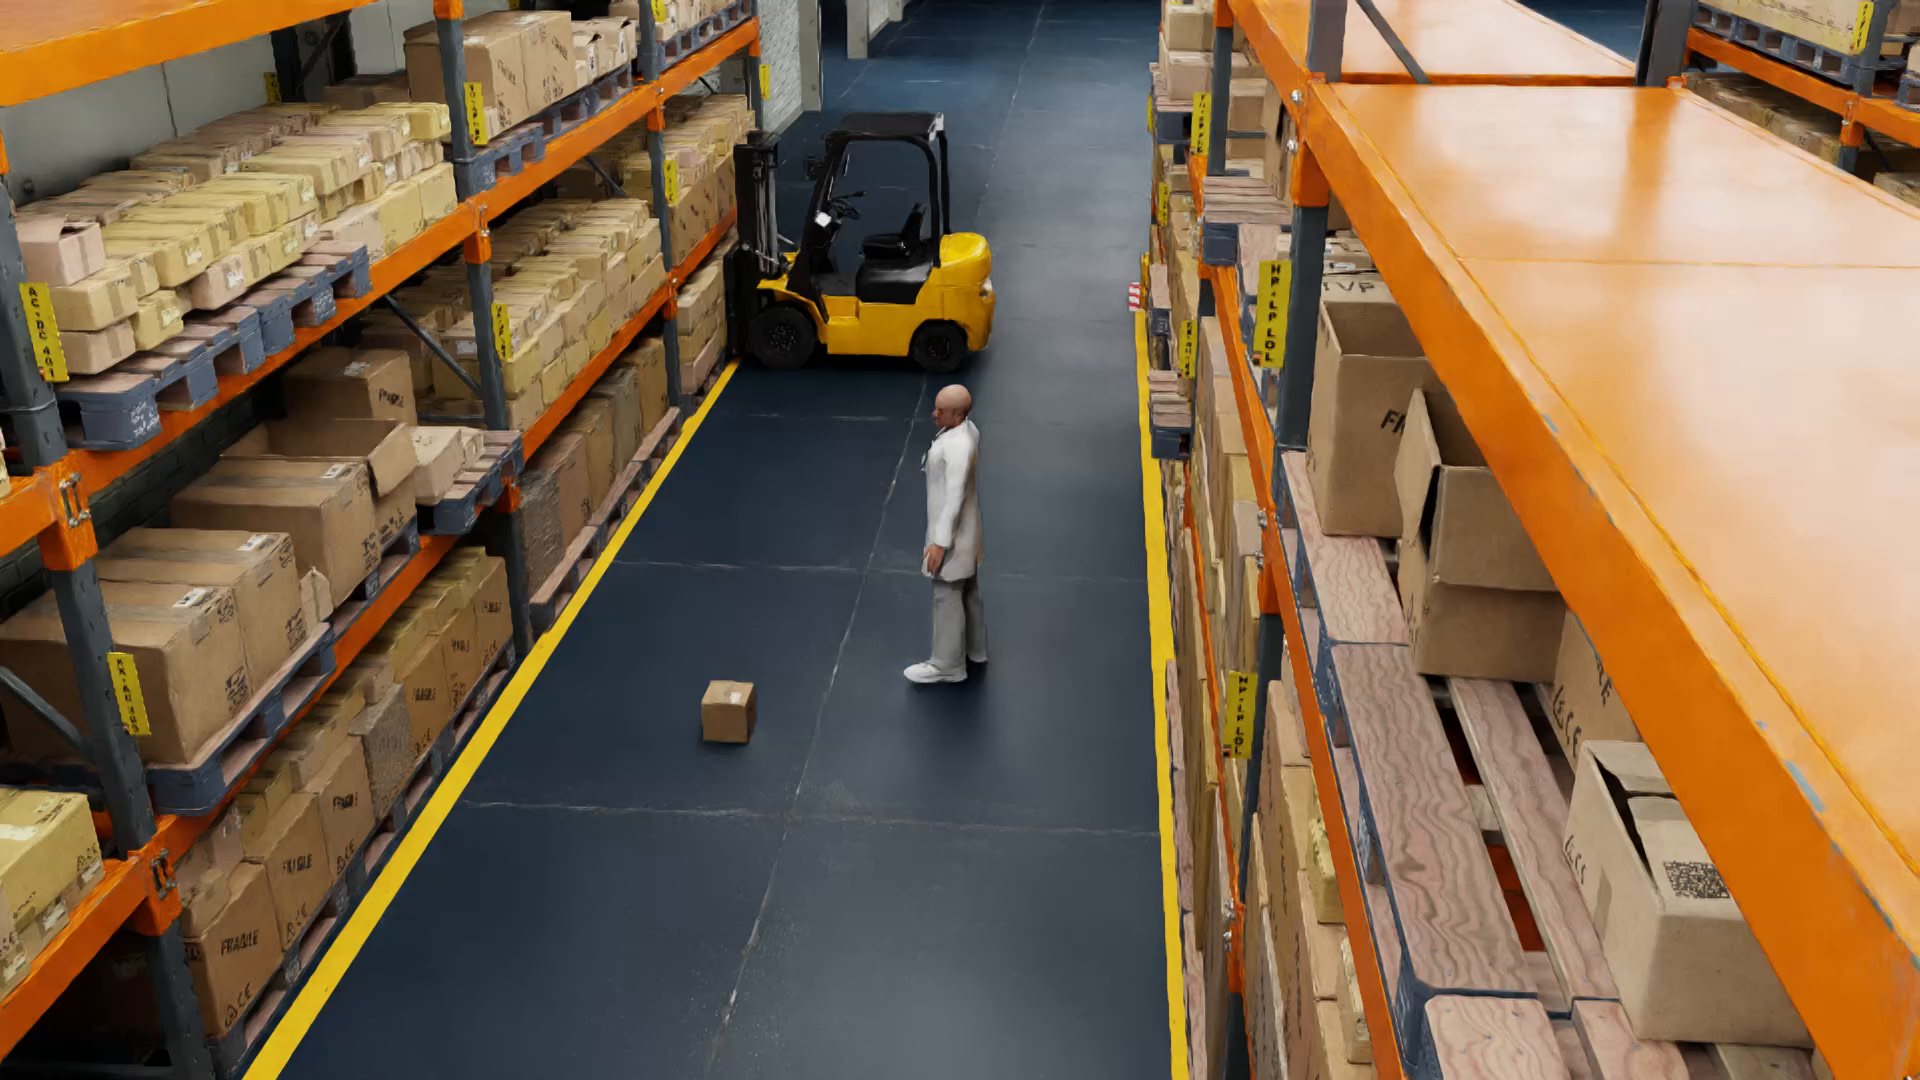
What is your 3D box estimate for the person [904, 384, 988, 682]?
[{"bbox_3d":[-0.074,-0.047,9.649,0.462,1.788,0.681,3,24,8],"label":"person"}]
